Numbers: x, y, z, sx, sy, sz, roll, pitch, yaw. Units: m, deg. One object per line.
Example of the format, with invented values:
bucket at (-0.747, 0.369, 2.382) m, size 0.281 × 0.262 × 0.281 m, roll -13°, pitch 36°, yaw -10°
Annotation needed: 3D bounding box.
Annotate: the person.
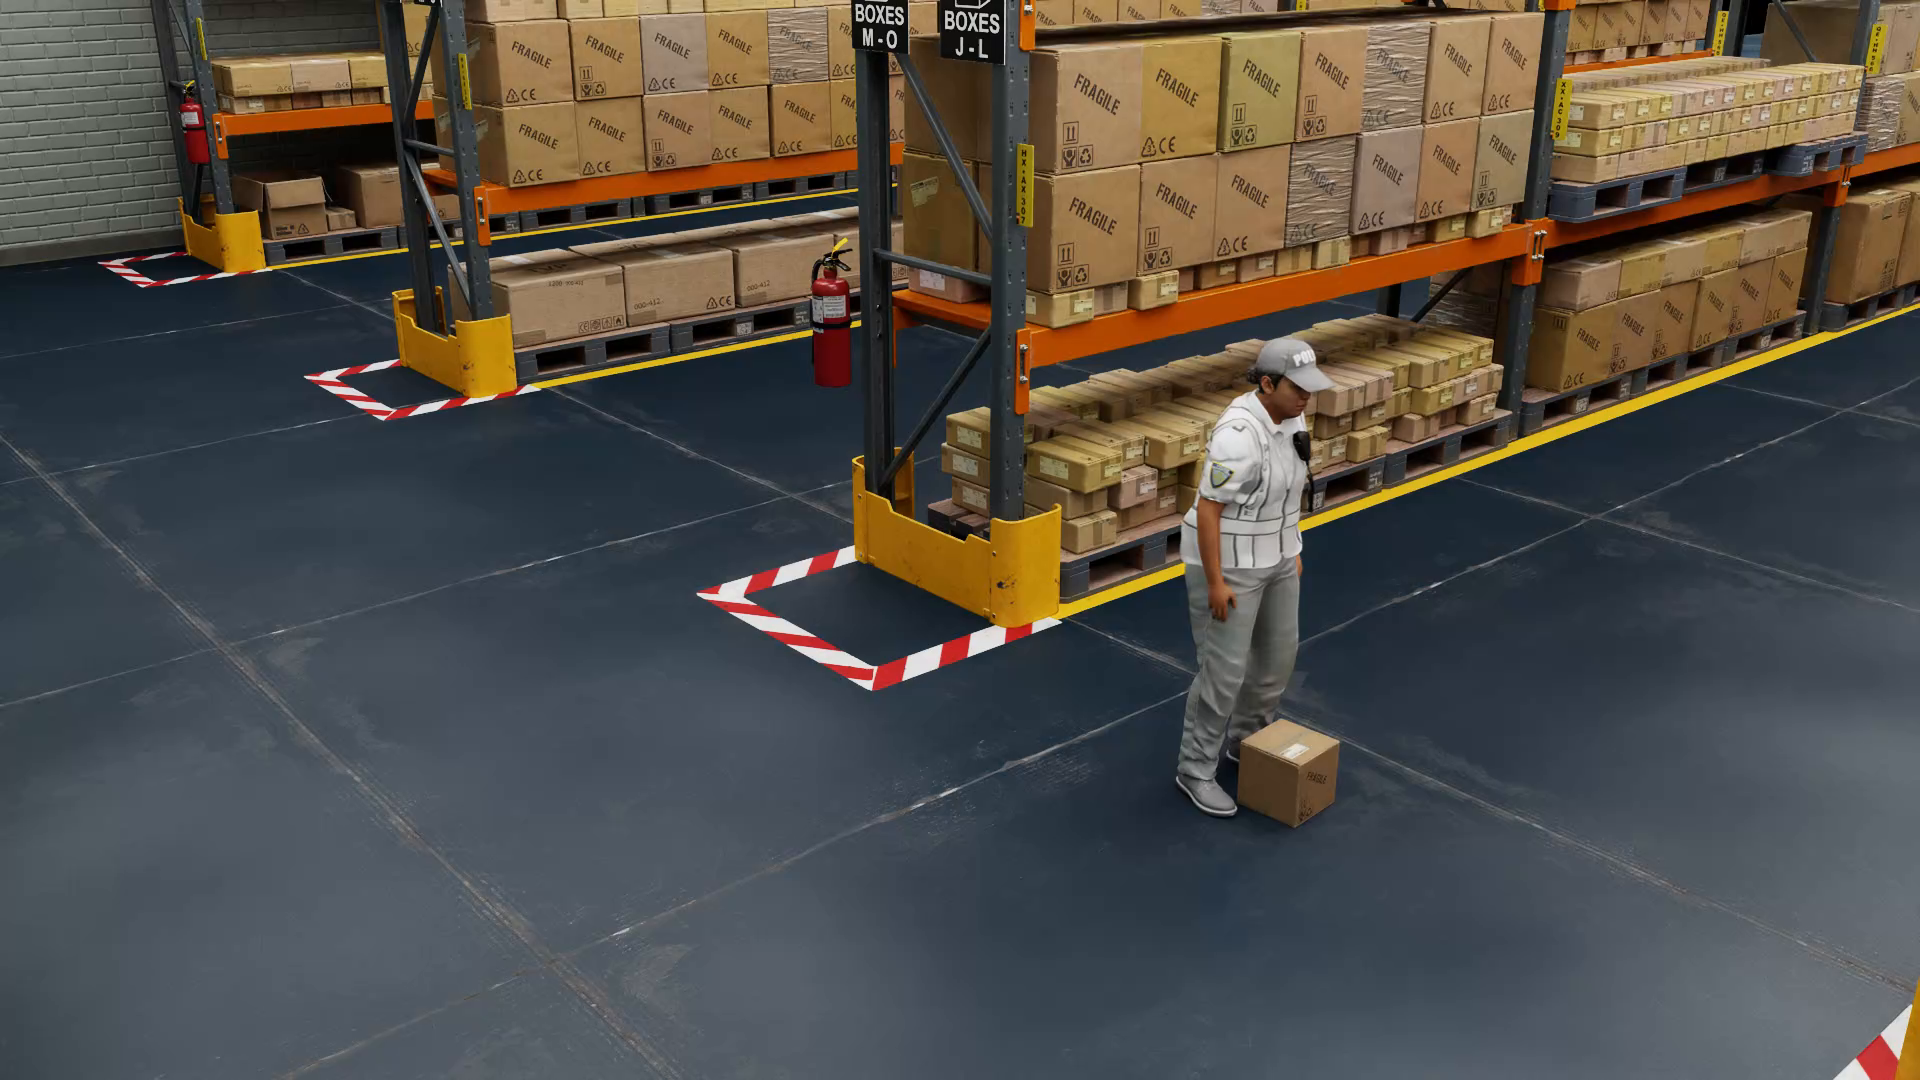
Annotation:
person at (1.019, 0.104, 5.803) m, size 0.563 × 1.666 × 0.468 m, roll -19°, pitch 28°, yaw -41°
